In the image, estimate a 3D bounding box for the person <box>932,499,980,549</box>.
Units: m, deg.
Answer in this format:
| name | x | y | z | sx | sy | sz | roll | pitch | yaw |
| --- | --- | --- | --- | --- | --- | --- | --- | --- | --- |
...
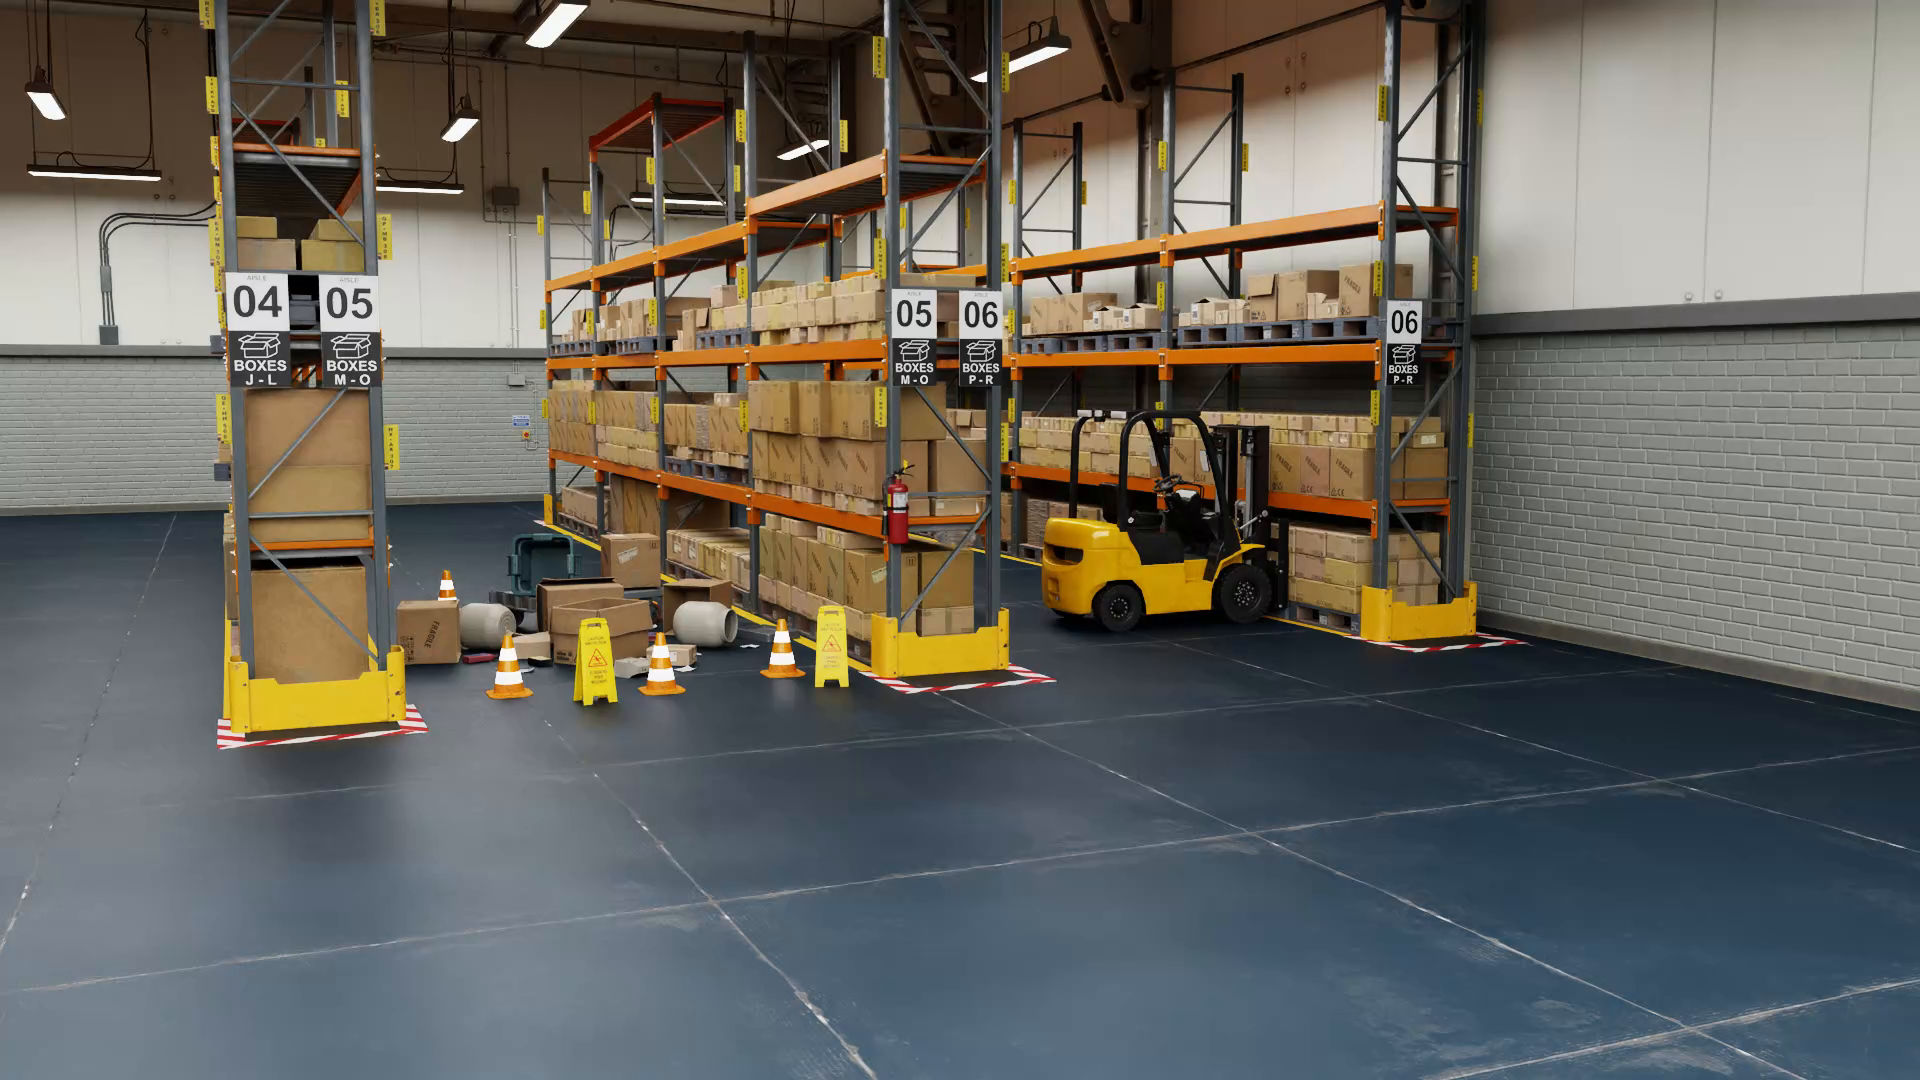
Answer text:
| name | x | y | z | sx | sy | sz | roll | pitch | yaw |
| --- | --- | --- | --- | --- | --- | --- | --- | --- | --- |
| person | -0.061 | -0.107 | 17.847 | 0.564 | 1.696 | 0.540 | 0 | 6 | -5 |
